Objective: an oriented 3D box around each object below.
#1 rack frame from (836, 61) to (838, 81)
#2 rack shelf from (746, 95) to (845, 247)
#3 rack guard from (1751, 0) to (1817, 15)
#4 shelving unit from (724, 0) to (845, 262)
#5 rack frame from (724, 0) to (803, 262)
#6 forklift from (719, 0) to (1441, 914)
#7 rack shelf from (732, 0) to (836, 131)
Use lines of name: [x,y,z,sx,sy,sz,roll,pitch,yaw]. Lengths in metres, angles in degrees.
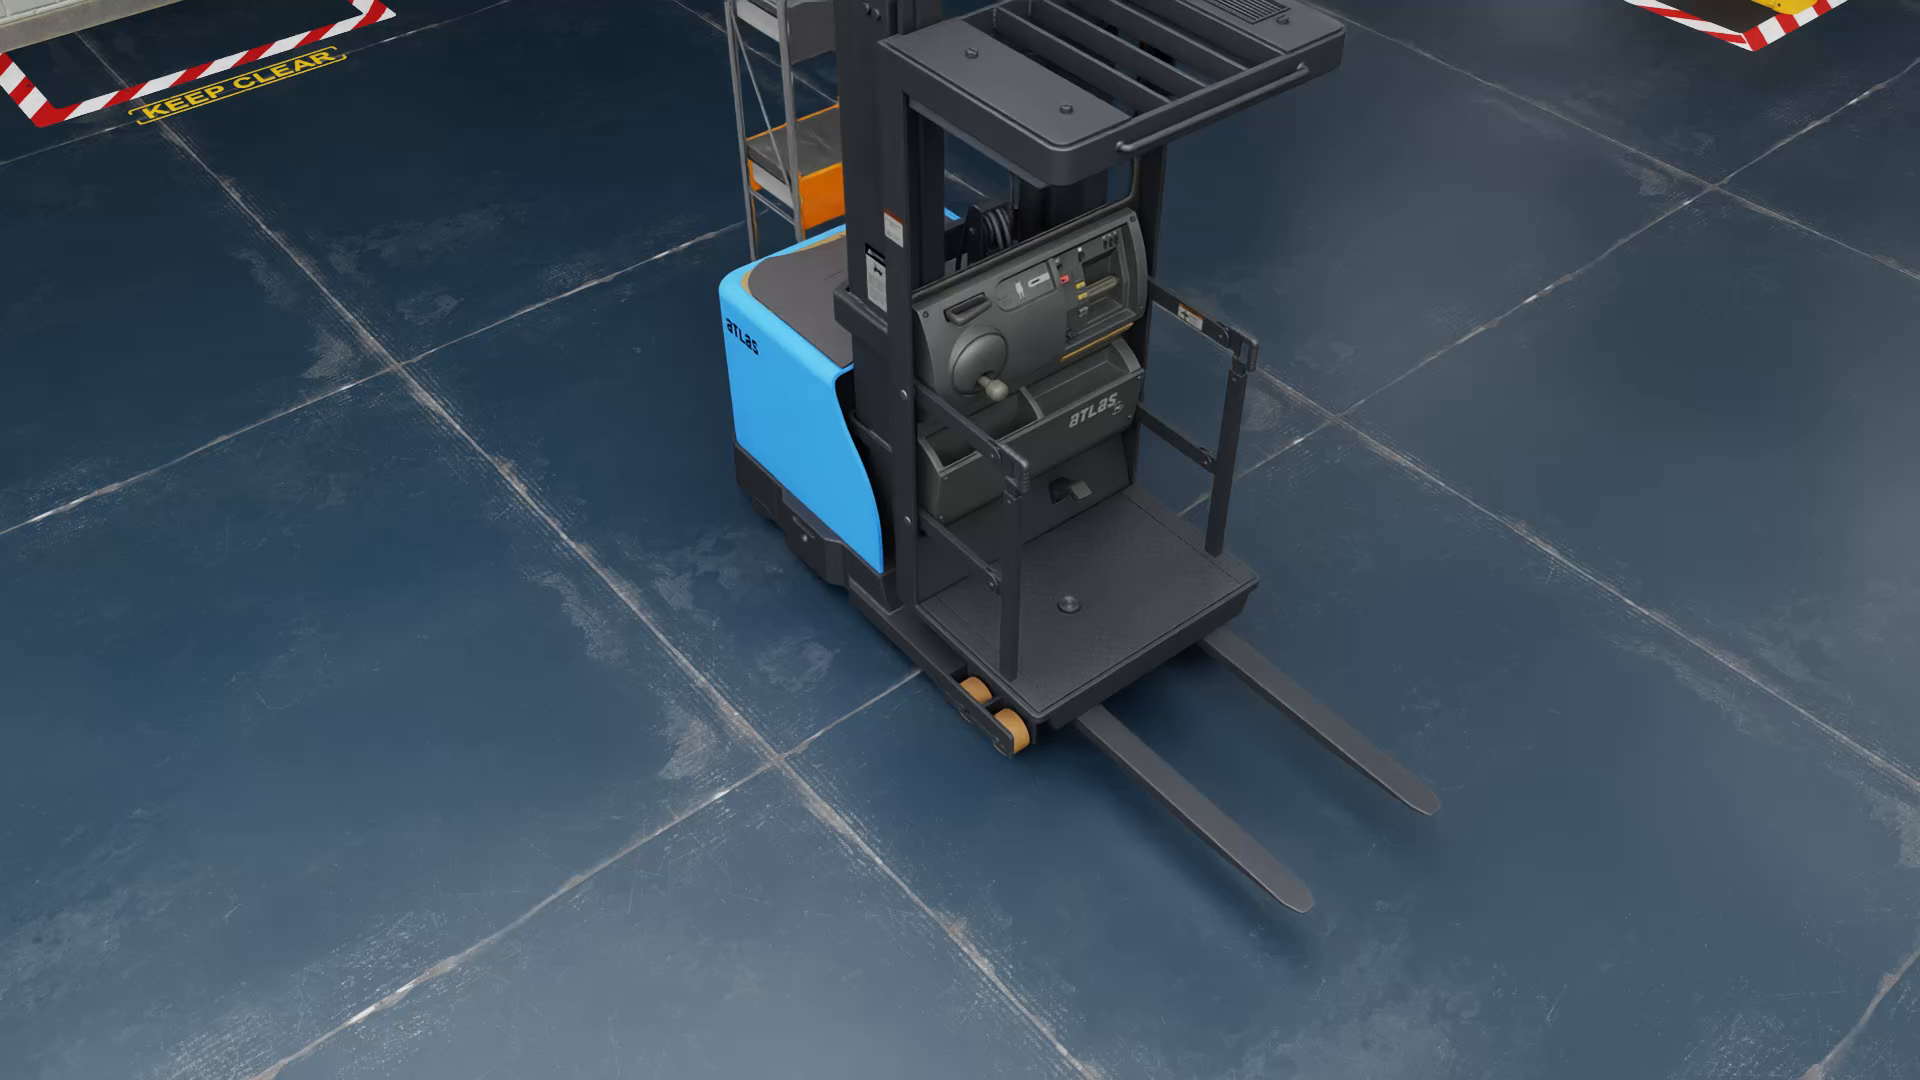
rack frame: [-0.365,-1.532,6.844,0.015,2.100,0.400,-29,50,-27]
rack shelf: [-0.555,-1.417,6.742,0.480,0.518,0.431,-29,50,-27]
rack guard: [4.832,-3.758,10.387,0.348,0.500,1.175,-30,51,-28]
shelving unit: [-0.555,-1.427,6.733,0.503,2.100,0.431,-29,50,-27]
rack frame: [-0.746,-1.323,6.622,0.015,2.100,0.400,-29,50,-27]
forklift: [0.386,-0.692,5.345,1.130,2.935,3.031,-29,50,-27]
rack shelf: [-0.559,-1.930,6.266,0.480,0.518,0.431,-29,50,-27]
